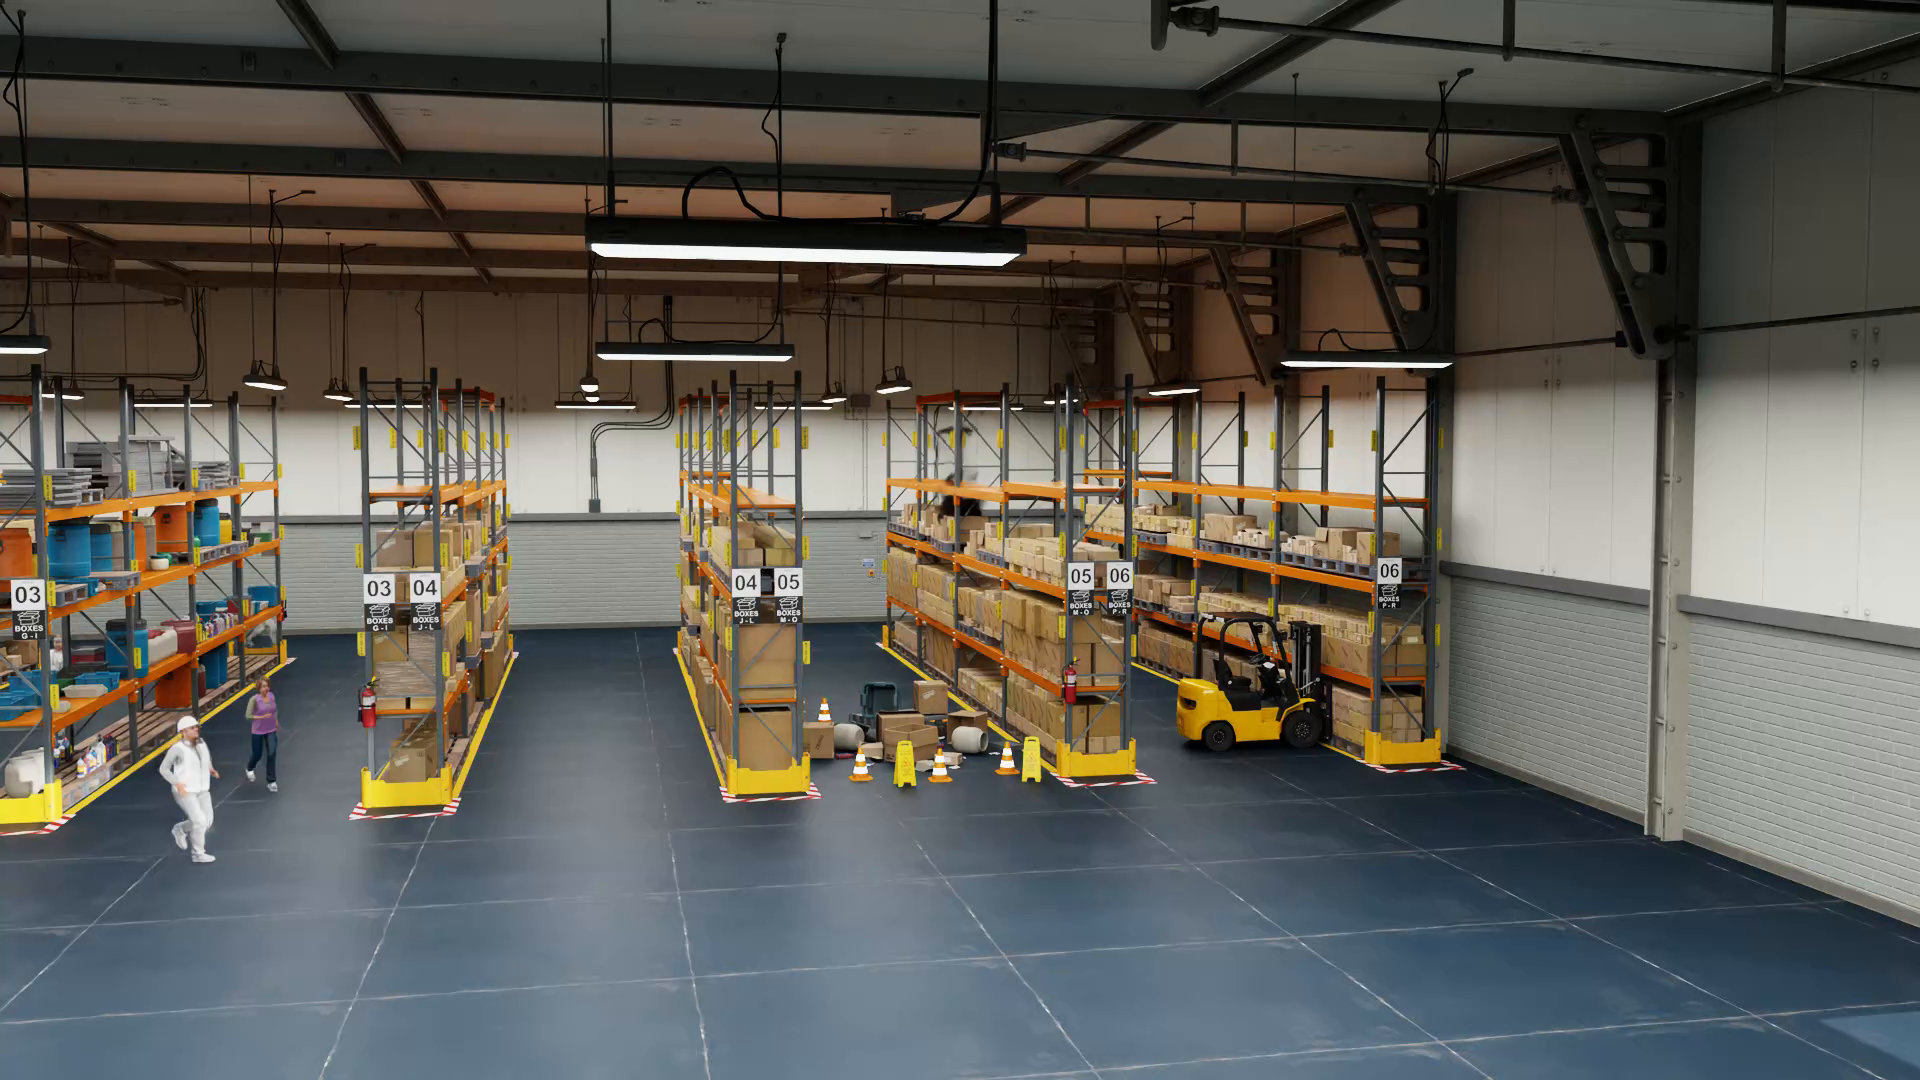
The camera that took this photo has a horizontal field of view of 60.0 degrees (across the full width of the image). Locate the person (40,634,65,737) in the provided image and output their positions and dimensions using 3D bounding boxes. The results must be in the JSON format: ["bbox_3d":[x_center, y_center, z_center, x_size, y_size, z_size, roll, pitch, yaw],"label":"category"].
[{"bbox_3d":[-15.395,2.444,28.470,0.589,1.720,0.883,-1,4,-19],"label":"person"}]

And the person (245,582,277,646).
[{"bbox_3d":[-16.770,1.846,39.976,0.944,1.676,0.625,0,3,-1],"label":"person"}]

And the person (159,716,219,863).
[{"bbox_3d":[-9.164,2.956,19.759,0.716,1.736,0.658,1,4,21],"label":"person"}]

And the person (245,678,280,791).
[{"bbox_3d":[-9.997,2.763,23.832,0.537,1.586,0.881,-3,5,-45],"label":"person"}]
